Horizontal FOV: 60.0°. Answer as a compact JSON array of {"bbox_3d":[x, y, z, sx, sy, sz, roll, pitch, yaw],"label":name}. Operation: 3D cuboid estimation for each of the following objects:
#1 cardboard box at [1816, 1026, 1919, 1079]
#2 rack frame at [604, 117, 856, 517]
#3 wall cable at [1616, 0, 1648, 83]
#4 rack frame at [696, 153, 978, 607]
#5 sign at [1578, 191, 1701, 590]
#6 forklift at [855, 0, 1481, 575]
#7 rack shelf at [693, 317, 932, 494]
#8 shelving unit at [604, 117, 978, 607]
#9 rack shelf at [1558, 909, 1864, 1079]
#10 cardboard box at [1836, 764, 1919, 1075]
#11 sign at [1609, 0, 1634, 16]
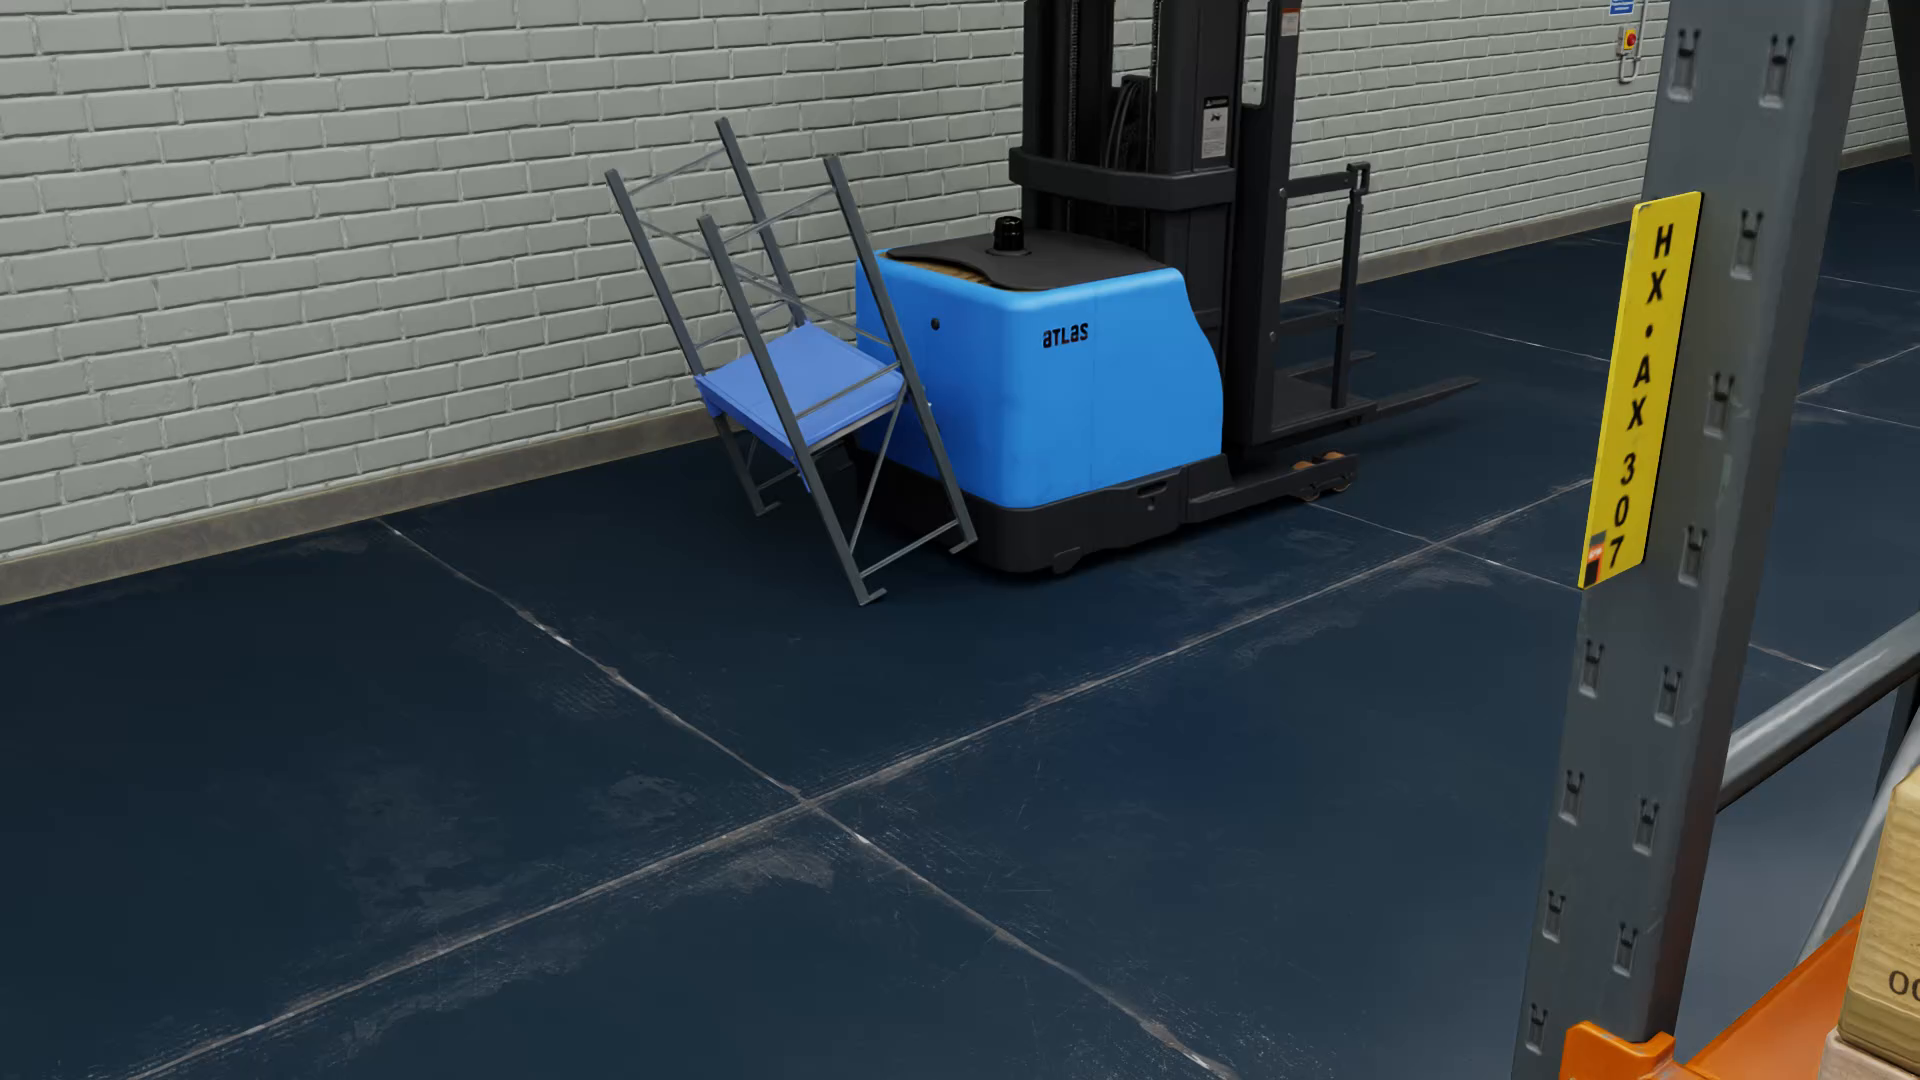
[{"bbox_3d":[0.971,0.482,1.484,0.380,0.149,0.250,-17,27,-37],"label":"cardboard box"},{"bbox_3d":[-0.844,-0.828,6.432,0.500,1.500,0.032,-30,31,-16],"label":"rack frame"},{"bbox_3d":[4.798,-4.210,11.685,0.585,1.953,0.123,-17,27,-37],"label":"wall cable"},{"bbox_3d":[-0.377,-0.499,5.591,0.500,1.500,0.032,-30,31,-16],"label":"rack frame"},{"bbox_3d":[0.564,-0.121,1.384,0.100,0.325,0.005,-17,27,-37],"label":"sign"},{"bbox_3d":[1.052,-1.658,6.699,3.031,2.935,1.130,-16,27,-36],"label":"forklift"},{"bbox_3d":[-0.556,-0.517,6.100,0.538,0.185,1.000,-30,31,-16],"label":"rack shelf"},{"bbox_3d":[-0.611,-0.664,6.012,0.538,1.500,1.048,-30,31,-16],"label":"shelving unit"},{"bbox_3d":[2.294,1.076,0.610,1.077,0.370,4.000,-17,27,-37],"label":"rack shelf"},{"bbox_3d":[1.098,0.317,1.360,0.500,0.250,0.500,-18,28,-39],"label":"cardboard box"},{"bbox_3d":[4.722,-3.854,11.840,0.327,0.218,0.001,-17,27,-37],"label":"sign"}]
